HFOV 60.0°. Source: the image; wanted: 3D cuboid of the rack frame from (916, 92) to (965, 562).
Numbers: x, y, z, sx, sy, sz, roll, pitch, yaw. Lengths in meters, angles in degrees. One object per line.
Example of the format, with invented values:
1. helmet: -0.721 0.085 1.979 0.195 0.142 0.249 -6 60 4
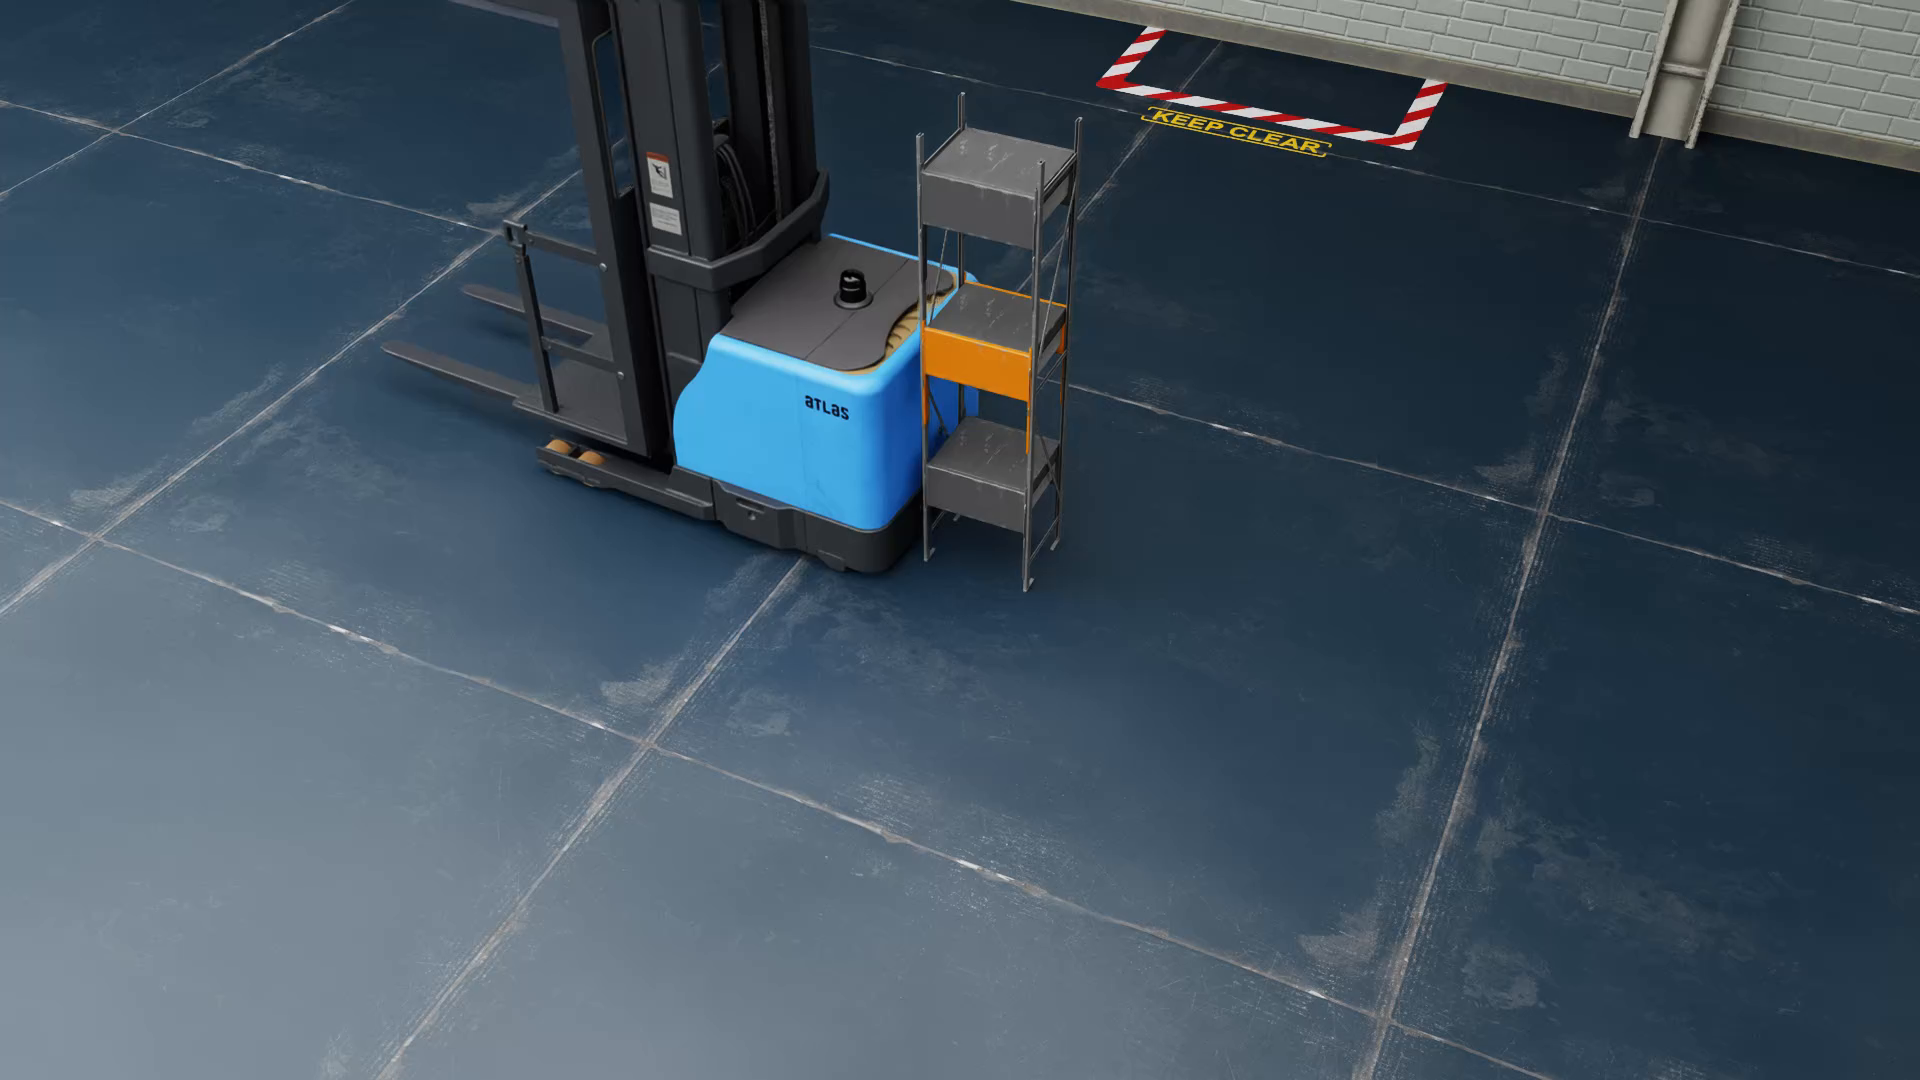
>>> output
1. rack frame: -0.071 -0.815 6.971 0.015 2.100 0.400 17 44 19

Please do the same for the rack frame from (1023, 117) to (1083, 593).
1. rack frame: 0.371 -0.680 6.815 0.015 2.100 0.400 17 44 19

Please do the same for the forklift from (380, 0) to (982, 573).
1. forklift: -1.445 -1.648 7.297 3.031 2.935 1.130 19 44 21

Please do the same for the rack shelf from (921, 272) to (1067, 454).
1. rack shelf: 0.150 -0.737 6.902 0.480 0.518 0.431 17 44 19

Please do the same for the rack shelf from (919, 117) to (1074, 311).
1. rack shelf: 0.150 -1.266 6.444 0.480 0.518 0.431 17 44 19

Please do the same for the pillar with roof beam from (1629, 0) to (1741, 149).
1. pillar with roof beam: 2.689 -3.455 4.750 0.400 9.000 9.100 17 44 19

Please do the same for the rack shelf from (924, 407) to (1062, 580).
1. rack shelf: 0.150 -0.208 7.361 0.480 0.518 0.431 17 44 19

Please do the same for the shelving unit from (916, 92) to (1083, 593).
1. shelving unit: 0.150 -0.748 6.893 0.503 2.100 0.431 17 44 19
